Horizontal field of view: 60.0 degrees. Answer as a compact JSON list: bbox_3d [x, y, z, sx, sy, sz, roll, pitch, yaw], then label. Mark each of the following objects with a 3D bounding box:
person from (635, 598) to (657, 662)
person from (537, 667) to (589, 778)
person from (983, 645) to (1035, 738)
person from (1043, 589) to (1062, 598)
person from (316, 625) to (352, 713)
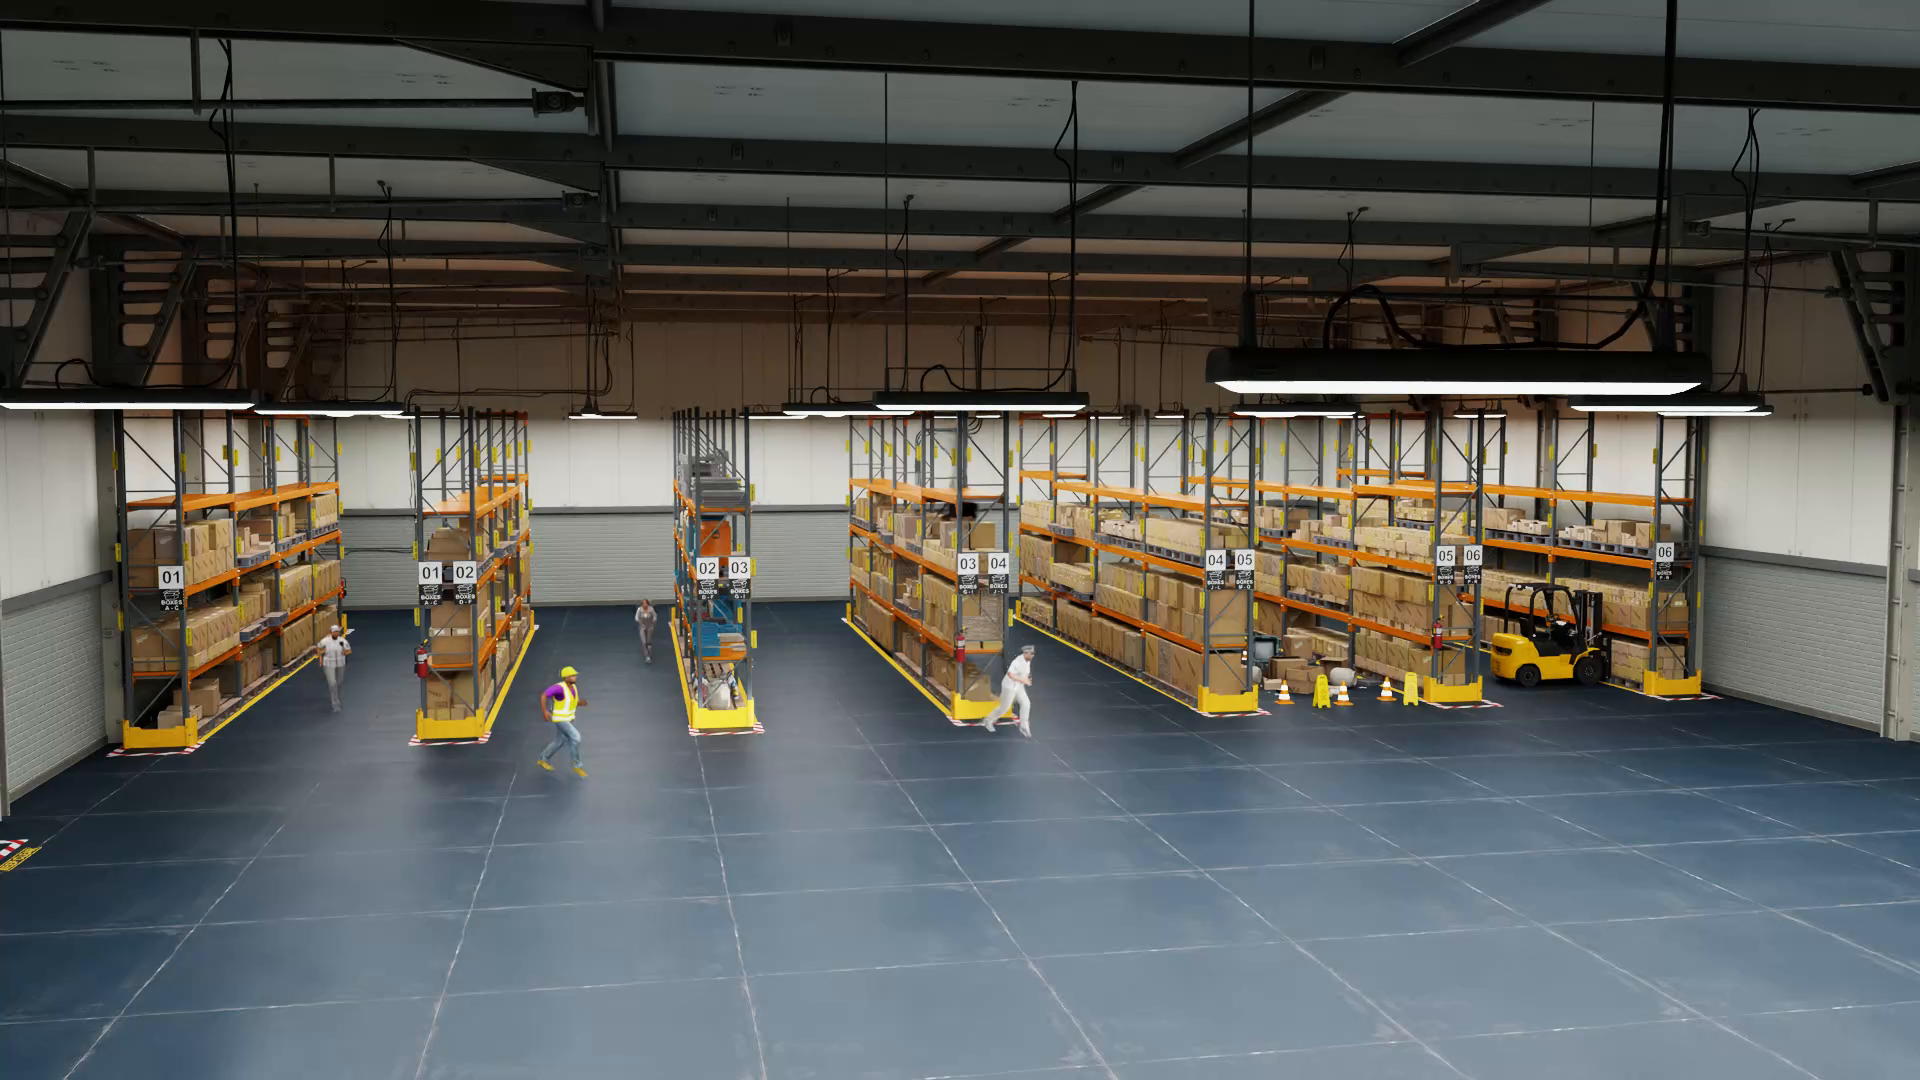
[{"bbox_3d":[-7.501,2.143,39.772,0.506,1.540,0.689,0,4,-5],"label":"person"},{"bbox_3d":[-6.427,2.943,26.847,0.904,1.808,0.729,1,4,13],"label":"person"},{"bbox_3d":[0.898,2.761,30.372,1.015,1.734,0.704,2,4,24],"label":"person"},{"bbox_3d":[2.863,1.310,50.569,0.735,1.695,0.545,-3,5,-40],"label":"person"},{"bbox_3d":[-12.422,2.530,33.020,0.570,1.681,0.891,-3,5,-36],"label":"person"}]
